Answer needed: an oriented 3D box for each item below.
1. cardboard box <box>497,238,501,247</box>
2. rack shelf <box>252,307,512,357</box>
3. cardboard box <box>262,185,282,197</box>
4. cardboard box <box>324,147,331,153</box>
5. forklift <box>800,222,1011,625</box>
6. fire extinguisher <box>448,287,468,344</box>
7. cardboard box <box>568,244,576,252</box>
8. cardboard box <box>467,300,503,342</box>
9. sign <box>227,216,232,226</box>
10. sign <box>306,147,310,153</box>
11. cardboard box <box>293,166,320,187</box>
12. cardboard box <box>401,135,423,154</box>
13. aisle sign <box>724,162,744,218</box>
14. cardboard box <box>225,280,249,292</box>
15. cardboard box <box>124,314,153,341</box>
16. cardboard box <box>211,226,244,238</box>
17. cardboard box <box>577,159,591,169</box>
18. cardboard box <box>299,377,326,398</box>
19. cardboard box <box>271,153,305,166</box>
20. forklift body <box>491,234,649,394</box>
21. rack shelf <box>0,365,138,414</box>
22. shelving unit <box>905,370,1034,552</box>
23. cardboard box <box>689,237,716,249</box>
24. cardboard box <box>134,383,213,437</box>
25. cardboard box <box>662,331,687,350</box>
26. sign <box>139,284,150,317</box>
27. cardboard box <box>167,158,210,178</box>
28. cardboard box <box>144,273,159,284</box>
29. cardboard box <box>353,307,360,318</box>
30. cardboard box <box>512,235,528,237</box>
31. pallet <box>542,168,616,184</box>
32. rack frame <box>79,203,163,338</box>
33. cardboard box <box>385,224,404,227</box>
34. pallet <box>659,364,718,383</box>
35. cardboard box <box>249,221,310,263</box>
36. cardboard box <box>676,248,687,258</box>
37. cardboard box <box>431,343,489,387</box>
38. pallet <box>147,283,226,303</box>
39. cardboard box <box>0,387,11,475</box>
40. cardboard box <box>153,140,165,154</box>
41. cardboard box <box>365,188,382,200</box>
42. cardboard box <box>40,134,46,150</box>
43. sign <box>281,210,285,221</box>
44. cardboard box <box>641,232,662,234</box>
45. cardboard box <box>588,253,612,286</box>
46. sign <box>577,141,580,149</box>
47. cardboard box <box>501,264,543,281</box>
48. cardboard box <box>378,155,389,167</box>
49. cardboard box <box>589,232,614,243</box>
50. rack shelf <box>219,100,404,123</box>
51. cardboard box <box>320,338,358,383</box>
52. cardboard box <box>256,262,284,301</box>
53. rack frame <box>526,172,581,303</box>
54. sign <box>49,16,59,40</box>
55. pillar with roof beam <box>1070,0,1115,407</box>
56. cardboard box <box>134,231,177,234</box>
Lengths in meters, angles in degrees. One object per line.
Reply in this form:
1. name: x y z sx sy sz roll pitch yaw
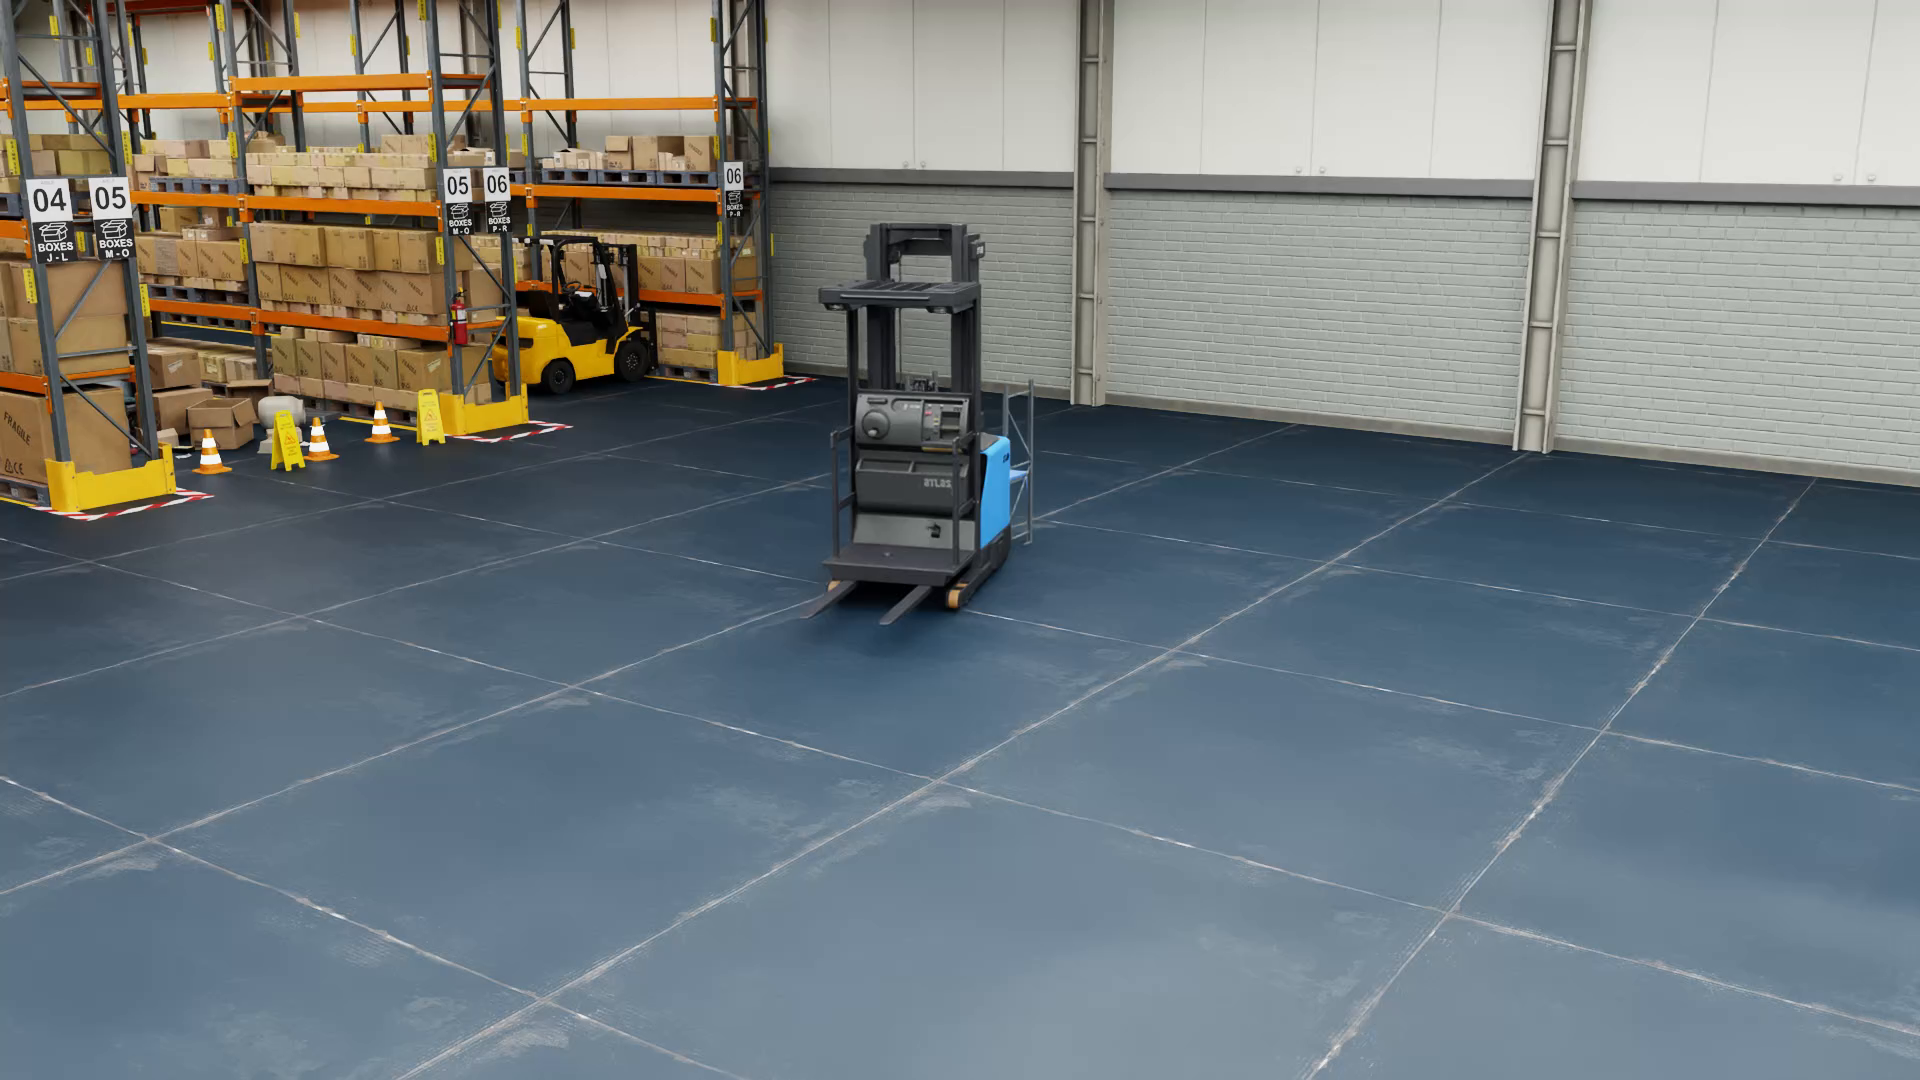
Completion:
1. cardboard box: -7.273 -4.830 26.961 0.250 0.149 0.380 9 17 33
2. rack shelf: -7.575 -2.783 21.748 4.000 0.370 1.077 9 17 33
3. cardboard box: -8.928 -4.597 21.859 0.250 0.149 0.380 9 17 33
4. cardboard box: -10.832 -6.760 28.936 0.250 0.149 0.380 9 16 32
5. forklift: -0.437 -0.975 13.089 1.130 2.935 3.031 4 14 15
6. fire extinguisher: -6.078 -2.719 20.154 0.183 0.674 0.296 9 17 33
7. cardboard box: -5.902 -4.595 26.013 0.250 0.149 0.380 9 17 33
8. cardboard box: -8.171 -3.716 28.086 0.625 0.625 0.875 8 16 31
9. sign: -13.402 -5.775 30.534 0.005 0.325 0.100 9 17 33
10. sign: -8.938 -5.217 22.763 0.005 0.325 0.100 9 17 33
11. cardboard box: -8.181 -4.678 21.354 0.500 0.250 0.500 9 17 33
12. cardboard box: -8.847 -6.491 27.695 0.500 0.500 0.700 9 16 32
13. aisle sign: -3.258 -5.049 23.993 0.004 0.787 0.394 9 17 33
14. cardboard box: -9.815 -3.496 22.781 0.250 0.149 0.380 9 17 34
15. cardboard box: -13.080 -3.219 25.558 0.875 0.875 0.875 9 17 32
16. cardboard box: -10.386 -4.371 23.614 0.250 0.149 0.380 10 17 36
17. cardboard box: -5.627 -5.753 25.448 0.250 0.149 0.380 10 17 34
18. cardboard box: -8.446 -2.067 22.207 0.500 0.250 0.500 10 17 36
19. cardboard box: -8.709 -4.948 21.617 0.250 0.149 0.380 9 16 31
20. forklift body: -5.740 -3.333 24.238 1.214 2.155 2.313 9 17 33
21. rack shelf: -10.254 -1.783 17.706 4.000 0.370 1.077 9 17 33
22. shelving unit: 0.081 -0.723 15.049 1.048 1.500 0.538 8 16 30
23. cardboard box: -3.785 -4.395 24.585 0.250 0.149 0.380 9 17 33
24. cardboard box: -9.566 -1.573 20.274 0.503 0.637 0.797 9 17 33
25. cardboard box: -4.137 -3.039 25.090 0.500 0.250 0.500 9 17 32
26. sign: -8.279 -2.432 16.866 0.005 0.325 0.100 9 17 33
27. cardboard box: -10.639 -5.175 23.107 0.500 0.250 0.500 9 17 34
28. cardboard box: -11.510 -3.790 23.967 0.250 0.149 0.380 10 17 36
29. cardboard box: -7.603 -2.959 21.482 0.250 0.149 0.380 9 17 33
30. cardboard box: -7.263 -4.954 27.463 0.250 0.149 0.380 9 17 32
31. pallet: -5.745 -5.695 25.954 1.213 0.211 1.003 9 17 33
32. rack frame: -12.553 -3.937 24.912 0.127 3.000 1.000 9 17 33
33. cardboard box: -10.126 -5.280 29.254 0.500 0.500 0.500 10 17 35
34. pallet: -3.806 -2.595 25.293 1.213 0.211 1.003 9 17 33
35. cardboard box: -8.990 -3.977 22.164 0.500 0.500 0.700 9 17 32
36. cardboard box: -4.002 -4.284 24.754 0.250 0.149 0.380 10 17 34
37. cardboard box: -6.450 -2.264 21.440 0.500 0.500 0.500 9 16 31
38. pallet: -10.888 -3.587 23.895 1.213 0.211 1.003 9 17 33
39. cardboard box: -9.925 -1.231 17.530 0.875 0.875 0.875 9 16 32
40. cardboard box: -14.932 -7.458 31.545 0.500 0.250 0.500 10 17 34
41. cardboard box: -7.200 -4.331 20.783 0.250 0.149 0.380 9 17 32
42. cardboard box: -9.113 -4.013 16.759 0.250 0.149 0.380 9 16 32
43. sign: -12.799 -6.137 31.389 0.005 0.325 0.100 9 17 33
44. cardboard box: -4.796 -4.698 25.807 0.250 0.149 0.380 10 17 34
45. cardboard box: -5.383 -4.194 25.740 0.500 0.500 0.500 9 17 32
46. sign: -6.159 -6.247 26.761 0.005 0.325 0.100 9 17 33
47. cardboard box: -7.031 -4.333 26.825 0.500 0.250 0.500 10 17 34
48. cardboard box: -6.957 -4.689 20.570 0.250 0.149 0.380 9 17 33
49. cardboard box: -5.498 -4.663 25.667 0.250 0.149 0.380 9 16 32
50. rack shelf: -11.446 -7.564 29.409 4.000 0.370 1.077 9 17 33
51. cardboard box: -8.015 -2.361 21.835 0.500 0.500 0.500 10 17 36
52. cardboard box: -9.025 -3.479 22.234 0.500 0.500 0.500 9 17 33
53. rack frame: -6.467 -4.391 26.745 0.127 3.000 1.000 9 17 33
54. sign: -12.860 -7.268 23.611 0.005 0.325 0.100 9 17 33
55. pillar with roof beam: -0.647 -5.377 18.242 0.400 9.000 9.100 9 17 33
56. cardboard box: -12.021 -4.328 24.791 0.500 0.500 0.500 9 16 31
